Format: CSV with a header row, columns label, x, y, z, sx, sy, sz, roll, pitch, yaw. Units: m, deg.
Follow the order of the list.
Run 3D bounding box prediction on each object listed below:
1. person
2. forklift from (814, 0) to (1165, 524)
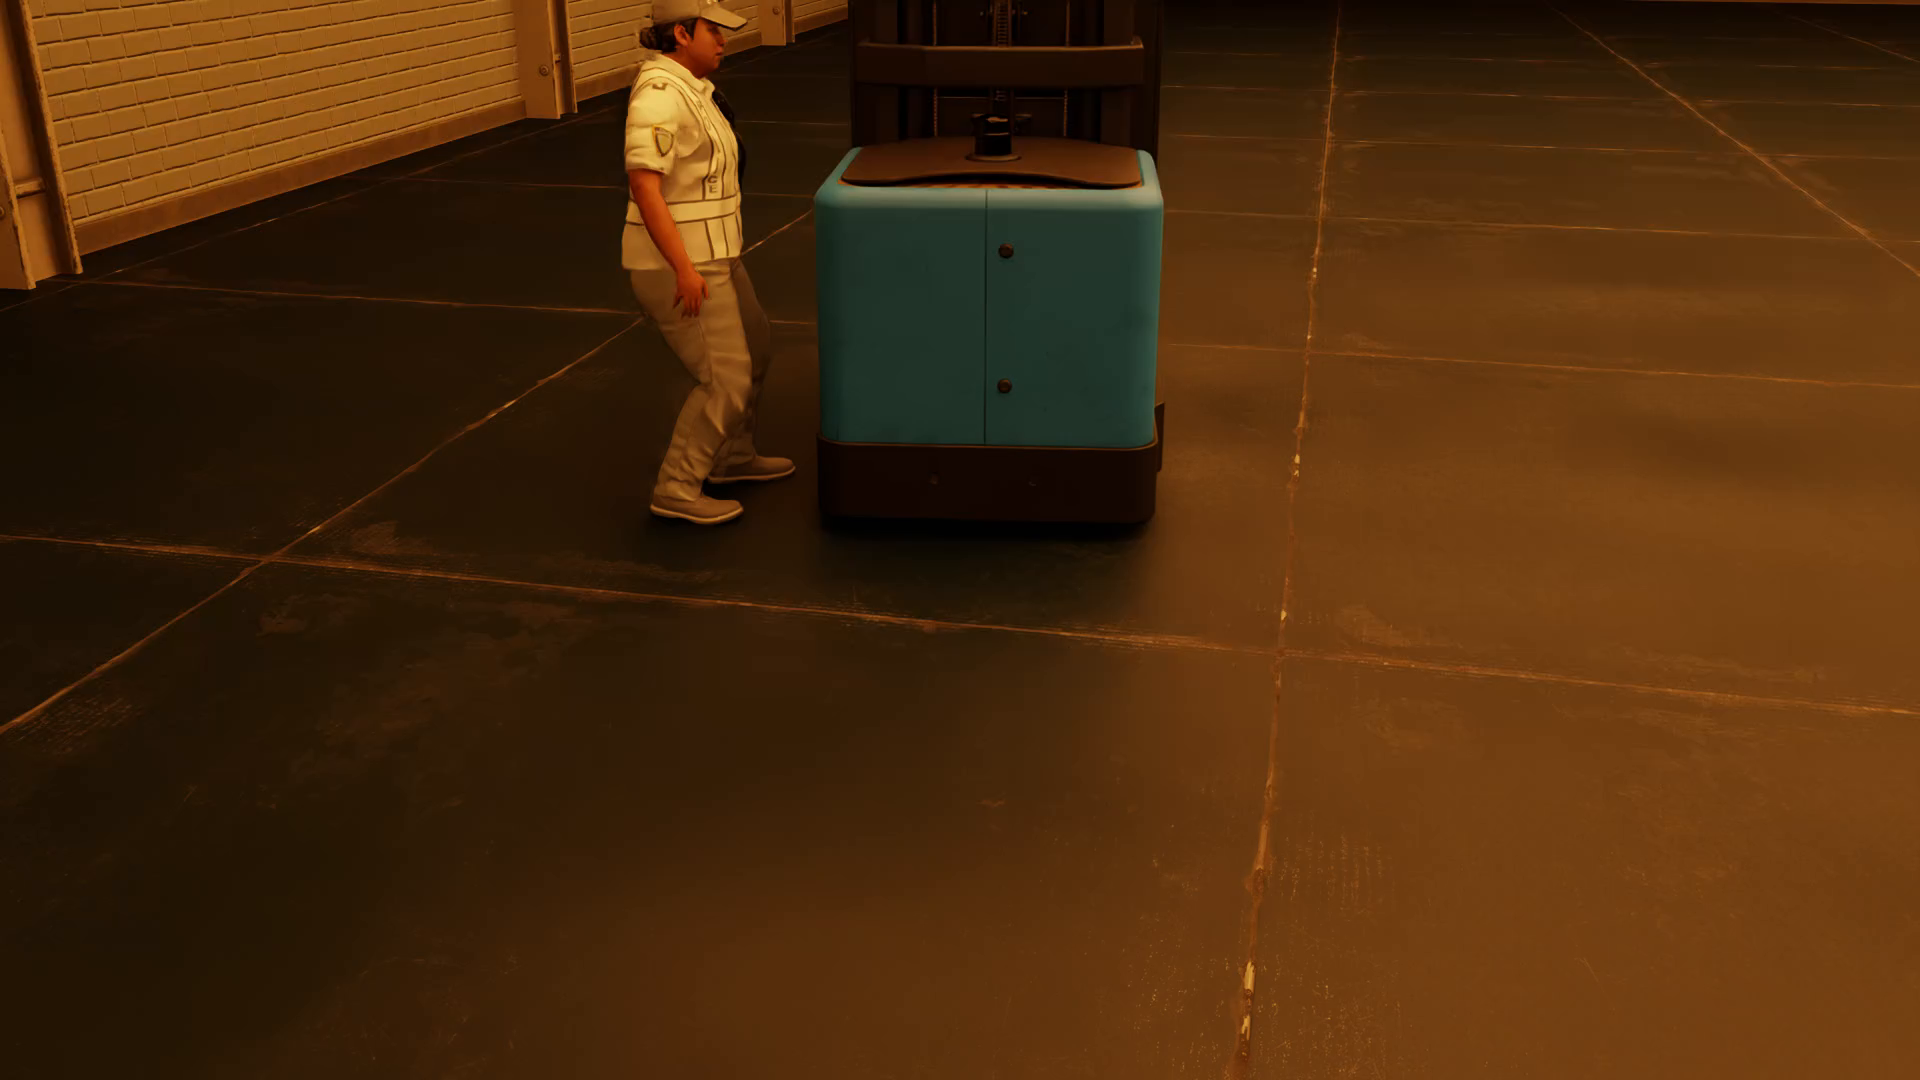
label,x,y,z,sx,sy,sz,roll,pitch,yaw
person,-0.793,-0.869,5.132,0.473,1.621,0.763,0,22,-1
forklift,0.175,-1.921,5.977,1.130,2.935,3.031,1,22,4
